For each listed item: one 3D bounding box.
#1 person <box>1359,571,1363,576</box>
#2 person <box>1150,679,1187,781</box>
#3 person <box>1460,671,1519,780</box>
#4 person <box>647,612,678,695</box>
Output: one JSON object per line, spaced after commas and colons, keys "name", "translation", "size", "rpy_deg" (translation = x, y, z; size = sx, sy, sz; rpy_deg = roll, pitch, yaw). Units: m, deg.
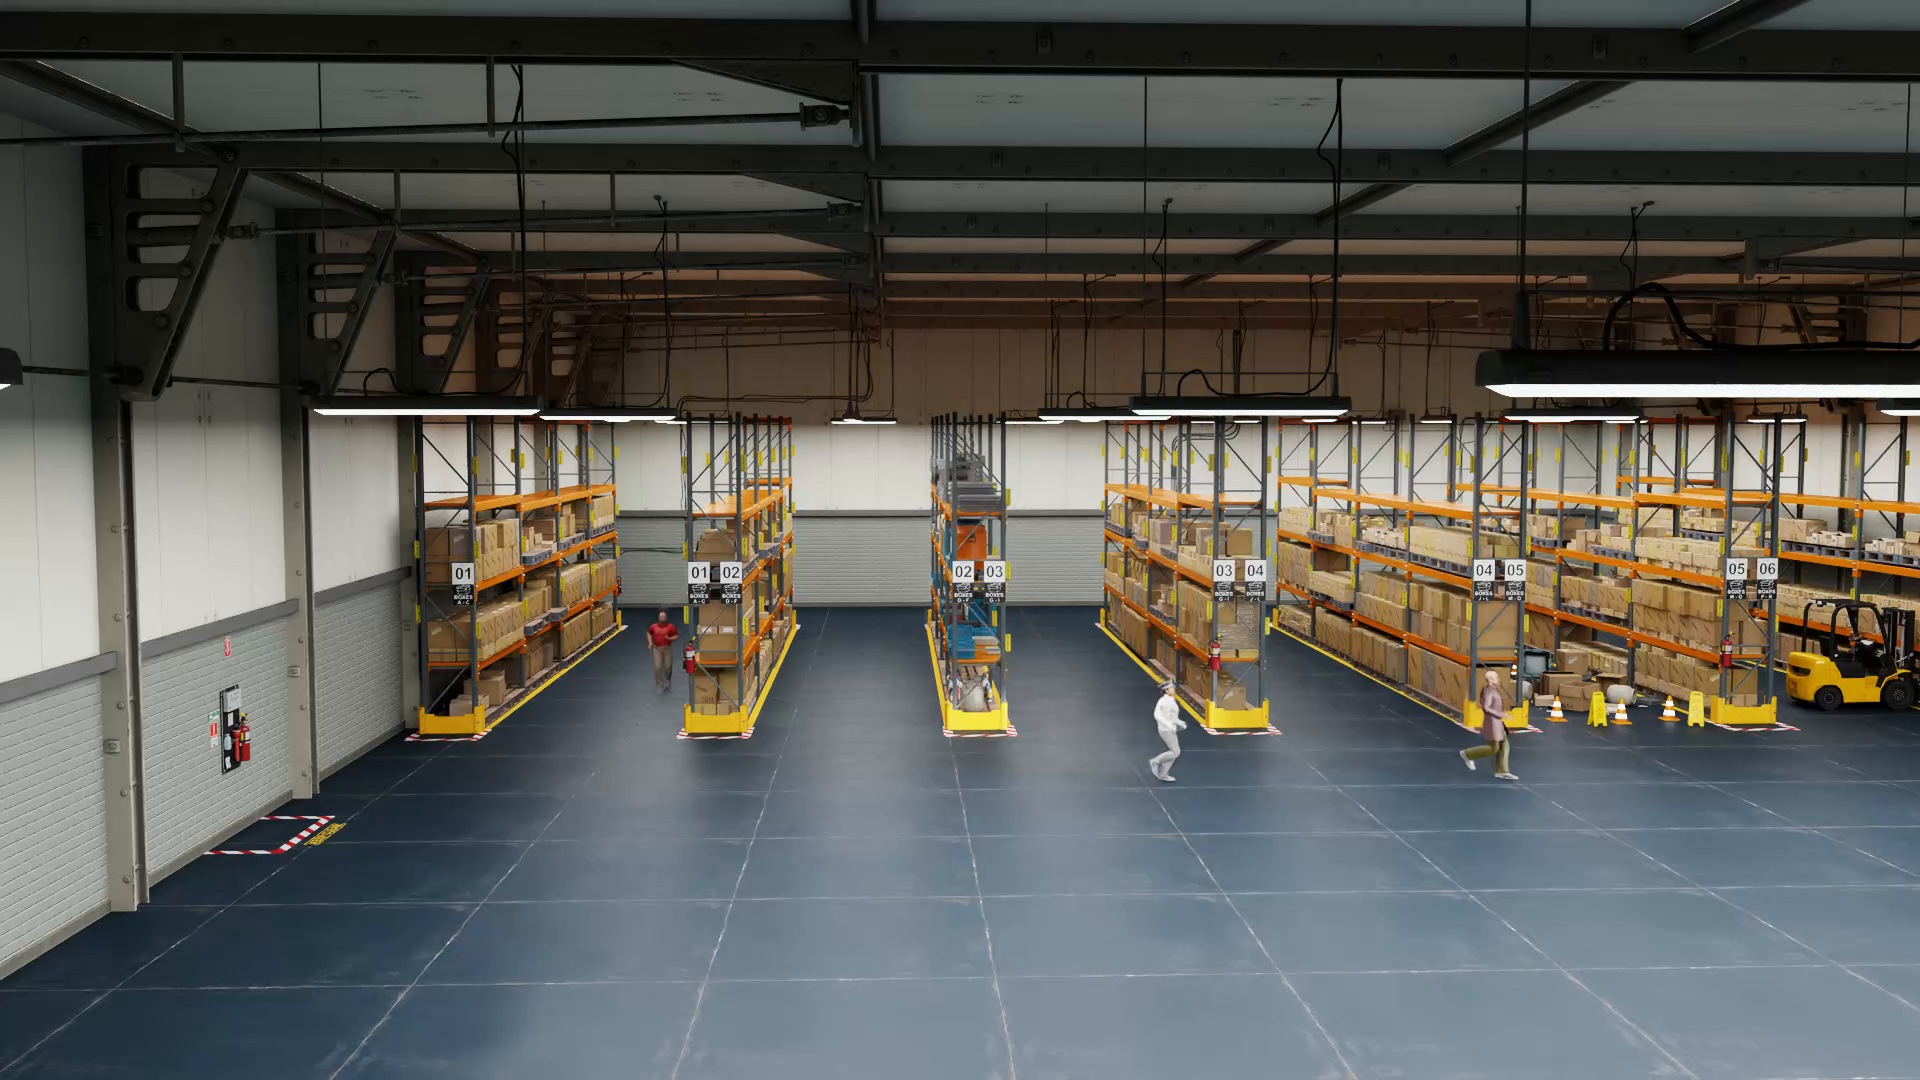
{"name": "person", "translation": [11.128, 1.708, 46.132], "size": [0.650, 1.740, 0.577], "rpy_deg": [-1, 4, -8]}
{"name": "person", "translation": [3.360, 3.066, 26.863], "size": [0.540, 1.652, 0.599], "rpy_deg": [2, 4, 22]}
{"name": "person", "translation": [8.631, 3.007, 27.063], "size": [0.923, 1.764, 0.711], "rpy_deg": [2, 4, 25]}
{"name": "person", "translation": [-6.394, 2.404, 35.801], "size": [0.662, 1.716, 0.989], "rpy_deg": [-1, 4, -10]}
